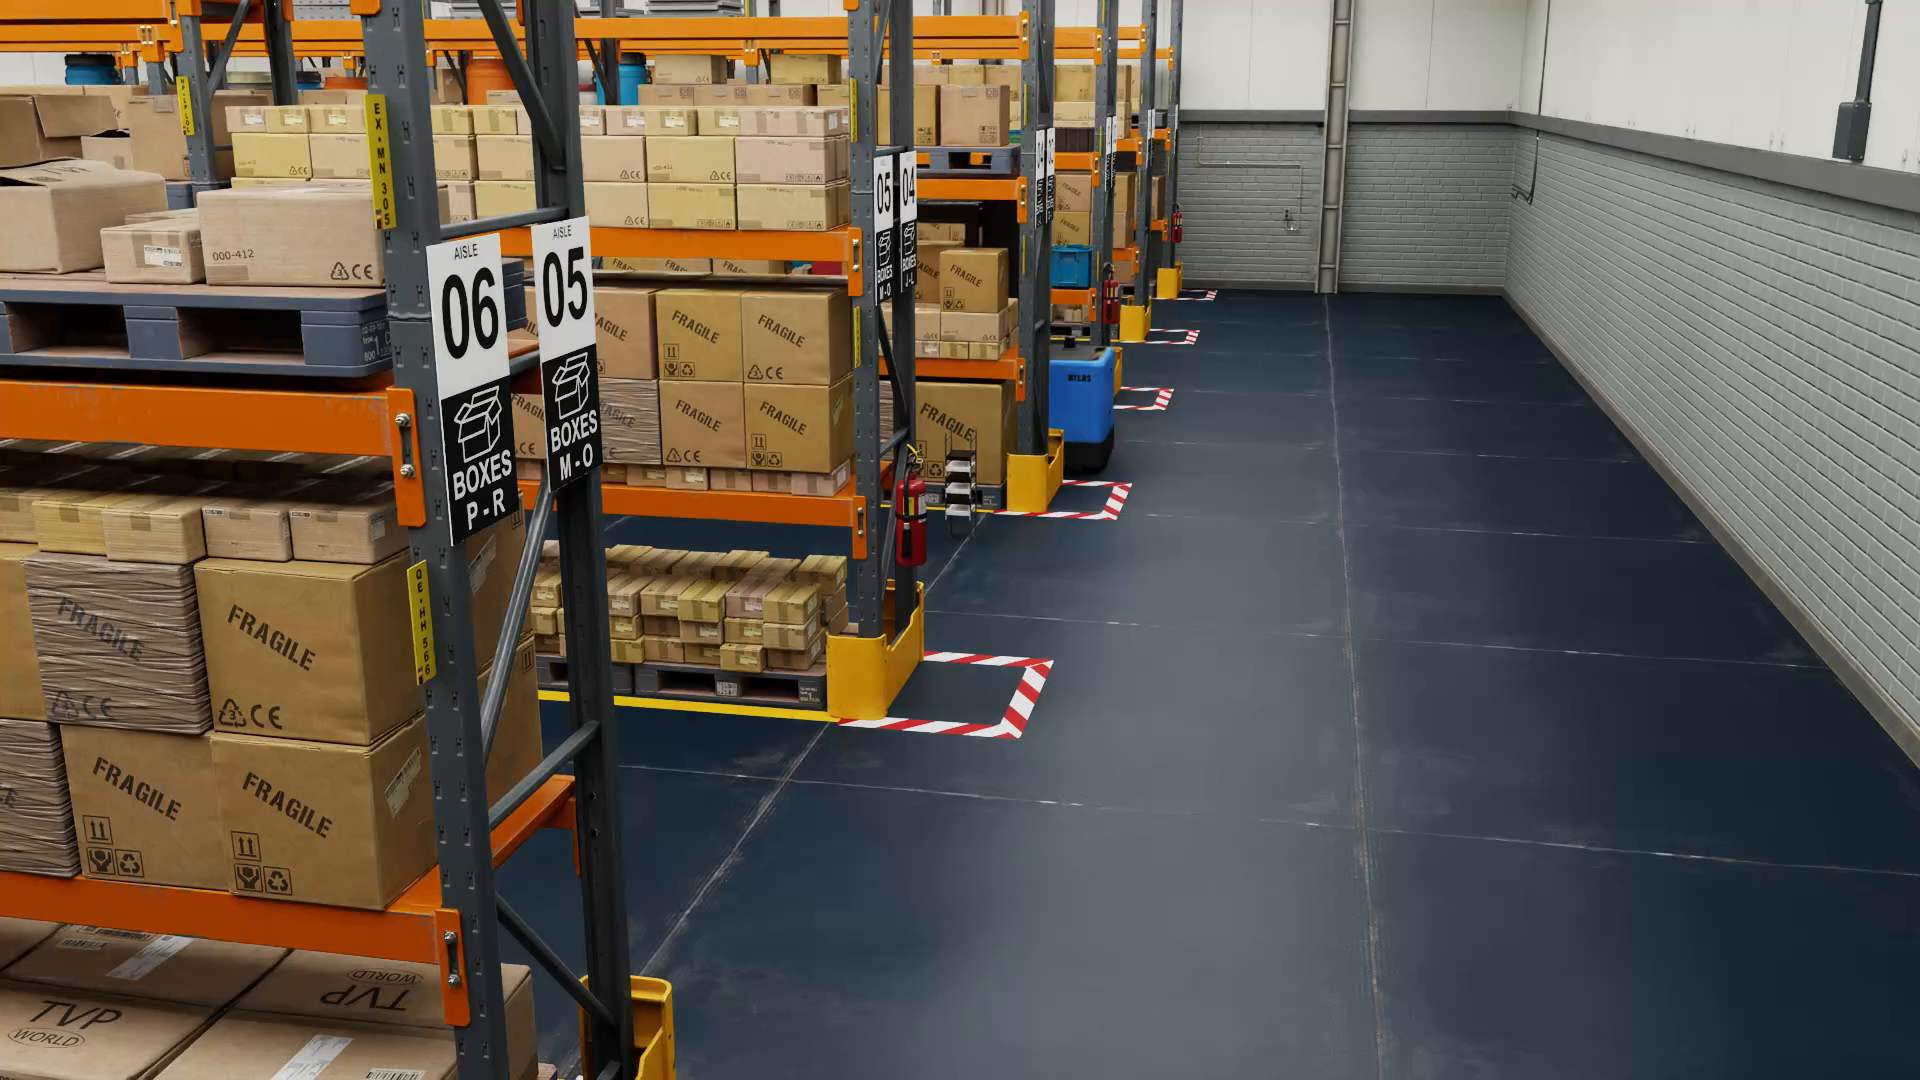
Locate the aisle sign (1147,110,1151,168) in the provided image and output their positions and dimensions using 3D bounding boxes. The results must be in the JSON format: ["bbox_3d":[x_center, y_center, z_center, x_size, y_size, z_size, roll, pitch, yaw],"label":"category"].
[{"bbox_3d":[2.639,-5.600,23.219,0.004,0.787,0.394,3,16,11],"label":"aisle sign"}]

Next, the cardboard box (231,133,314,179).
[{"bbox_3d":[-3.928,-2.286,9.851,0.500,0.250,0.500,4,16,13],"label":"cardboard box"}]

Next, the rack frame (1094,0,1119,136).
[{"bbox_3d":[1.642,-6.026,18.390,0.127,3.000,1.000,3,16,11],"label":"rack frame"}]

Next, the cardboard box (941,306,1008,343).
[{"bbox_3d":[0.128,-1.867,14.337,0.500,0.250,0.500,3,16,10],"label":"cardboard box"}]

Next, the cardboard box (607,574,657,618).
[{"bbox_3d":[-2.031,0.337,10.097,0.250,0.149,0.380,4,16,13],"label":"cardboard box"}]

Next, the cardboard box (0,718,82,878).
[{"bbox_3d":[-2.840,0.693,5.184,0.500,0.500,0.500,4,16,13],"label":"cardboard box"}]

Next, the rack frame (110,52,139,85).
[{"bbox_3d":[-13.046,-8.173,26.140,0.127,3.000,1.000,3,16,11],"label":"rack frame"}]

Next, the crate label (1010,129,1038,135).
[{"bbox_3d":[0.803,-4.643,19.293,0.502,0.251,0.408,3,16,11],"label":"crate label"}]

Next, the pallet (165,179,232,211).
[{"bbox_3d":[-4.935,-2.176,10.461,1.003,0.211,1.213,3,16,11],"label":"pallet"}]

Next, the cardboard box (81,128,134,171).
[{"bbox_3d":[-5.172,-2.467,10.540,0.500,0.311,0.500,3,16,10],"label":"cardboard box"}]

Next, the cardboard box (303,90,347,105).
[{"bbox_3d":[-5.709,-3.925,15.449,0.500,0.500,0.500,4,16,14],"label":"cardboard box"}]

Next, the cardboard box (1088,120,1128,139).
[{"bbox_3d":[2.077,-5.762,23.338,0.500,0.250,0.500,3,16,11],"label":"cardboard box"}]

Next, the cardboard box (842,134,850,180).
[{"bbox_3d":[-0.820,-2.253,9.734,0.500,0.250,0.500,3,16,12],"label":"cardboard box"}]

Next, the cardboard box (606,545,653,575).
[{"bbox_3d":[-2.171,0.156,10.750,0.250,0.149,0.380,3,16,12],"label":"cardboard box"}]

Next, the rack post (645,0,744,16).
[{"bbox_3d":[-3.097,-6.256,19.360,0.954,0.300,0.937,3,16,10],"label":"rack post"}]

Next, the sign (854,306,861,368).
[{"bbox_3d":[-0.562,-1.114,9.132,0.005,0.325,0.100,3,16,11],"label":"sign"}]

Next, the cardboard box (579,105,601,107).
[{"bbox_3d":[-2.220,-2.521,9.952,0.250,0.149,0.380,4,16,13],"label":"cardboard box"}]

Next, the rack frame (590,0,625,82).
[{"bbox_3d":[-5.206,-7.747,24.604,0.127,3.000,1.000,3,16,11],"label":"rack frame"}]

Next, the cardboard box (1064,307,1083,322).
[{"bbox_3d":[1.672,-3.287,24.223,0.250,0.166,0.380,3,16,11],"label":"cardboard box"}]

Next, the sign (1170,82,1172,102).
[{"bbox_3d":[3.495,-7.420,27.529,0.005,0.325,0.100,3,16,11],"label":"sign"}]

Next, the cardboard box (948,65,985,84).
[{"bbox_3d":[0.150,-6.515,23.712,0.500,0.500,0.700,3,16,11],"label":"cardboard box"}]

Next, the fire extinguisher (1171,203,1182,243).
[{"bbox_3d":[3.673,-5.381,28.143,0.183,0.674,0.296,3,16,11],"label":"fire extinguisher"}]

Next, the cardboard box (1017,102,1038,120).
[{"bbox_3d":[1.100,-6.060,23.475,0.500,0.250,0.500,3,16,11],"label":"cardboard box"}]

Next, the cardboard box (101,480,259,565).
[{"bbox_3d":[-2.234,-0.055,4.798,0.250,0.149,0.380,3,16,11],"label":"cardboard box"}]

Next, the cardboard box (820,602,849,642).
[{"bbox_3d":[-0.882,0.512,10.577,0.250,0.149,0.380,3,16,12],"label":"cardboard box"}]

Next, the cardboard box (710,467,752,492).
[{"bbox_3d":[-1.293,-0.402,9.795,0.250,0.149,0.380,3,16,11],"label":"cardboard box"}]

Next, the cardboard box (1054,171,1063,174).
[{"bbox_3d":[1.248,-5.107,24.250,0.500,0.500,0.500,3,16,12],"label":"cardboard box"}]

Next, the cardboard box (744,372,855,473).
[{"bbox_3d":[-0.924,-0.696,9.639,0.500,0.500,0.500,3,16,12],"label":"cardboard box"}]

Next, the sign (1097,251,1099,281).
[{"bbox_3d":[1.549,-3.069,18.647,0.005,0.325,0.100,3,16,11],"label":"sign"}]

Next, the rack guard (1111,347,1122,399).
[{"bbox_3d":[1.669,-1.933,19.533,0.348,0.500,1.175,3,16,11],"label":"rack guard"}]

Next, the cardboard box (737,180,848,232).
[{"bbox_3d":[-0.930,-1.876,9.306,0.500,0.250,0.500,3,16,10],"label":"cardboard box"}]

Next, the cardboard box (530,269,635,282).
[{"bbox_3d":[-2.320,-1.399,10.306,0.500,0.500,0.500,3,16,9],"label":"cardboard box"}]

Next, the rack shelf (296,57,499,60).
[{"bbox_3d":[-10.103,-9.014,30.532,4.000,0.370,1.077,3,16,11],"label":"rack shelf"}]

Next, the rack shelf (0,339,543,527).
[{"bbox_3d":[-3.279,-0.452,5.235,4.000,0.370,1.077,3,16,11],"label":"rack shelf"}]

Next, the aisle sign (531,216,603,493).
[{"bbox_3d":[-1.191,-0.572,5.068,0.004,0.787,0.394,3,16,11],"label":"aisle sign"}]

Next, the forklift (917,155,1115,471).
[{"bbox_3d":[-0.040,-2.238,16.082,3.031,2.935,1.130,3,16,11],"label":"forklift"}]

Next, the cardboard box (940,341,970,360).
[{"bbox_3d":[-0.014,-1.665,14.353,0.250,0.149,0.380,3,16,12],"label":"cardboard box"}]

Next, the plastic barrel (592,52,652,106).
[{"bbox_3d":[-3.980,-5.288,19.619,0.708,0.901,0.600,3,16,11],"label":"plastic barrel"}]

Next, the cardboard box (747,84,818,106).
[{"bbox_3d":[-1.475,-3.676,14.363,0.500,0.500,0.700,4,16,14],"label":"cardboard box"}]

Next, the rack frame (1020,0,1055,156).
[{"bbox_3d":[0.655,-4.731,13.713,0.127,3.000,1.000,3,16,11],"label":"rack frame"}]

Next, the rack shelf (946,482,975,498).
[{"bbox_3d":[0.008,-0.401,13.379,0.200,0.077,0.258,3,16,11],"label":"rack shelf"}]

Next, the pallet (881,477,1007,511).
[{"bbox_3d":[-0.144,-0.518,14.966,1.213,0.211,1.003,3,16,11],"label":"pallet"}]

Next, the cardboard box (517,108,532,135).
[{"bbox_3d":[-2.320,-2.382,9.451,0.250,0.149,0.380,3,16,10],"label":"cardboard box"}]

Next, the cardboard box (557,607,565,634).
[{"bbox_3d":[-2.273,0.457,10.218,0.250,0.149,0.380,4,16,14],"label":"cardboard box"}]

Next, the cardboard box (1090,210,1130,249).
[{"bbox_3d":[2.140,-4.432,23.684,0.500,0.500,0.500,4,16,13],"label":"cardboard box"}]

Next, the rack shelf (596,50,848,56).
[{"bbox_3d":[-3.246,-7.102,24.369,4.000,0.370,1.077,3,16,11],"label":"rack shelf"}]

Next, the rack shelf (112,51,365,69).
[{"bbox_3d":[-11.086,-7.527,25.906,4.000,0.370,1.077,3,16,11],"label":"rack shelf"}]

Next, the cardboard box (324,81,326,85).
[{"bbox_3d":[-9.567,-6.929,26.030,0.500,0.500,0.500,4,16,16],"label":"cardboard box"}]

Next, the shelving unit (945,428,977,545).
[{"bbox_3d":[0.008,-0.433,13.370,0.210,0.900,0.258,3,16,11],"label":"shelving unit"}]

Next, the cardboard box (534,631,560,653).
[{"bbox_3d":[-2.507,0.567,10.379,0.250,0.149,0.380,4,16,13],"label":"cardboard box"}]

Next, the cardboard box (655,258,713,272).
[{"bbox_3d":[-2.365,-2.364,14.727,0.500,0.500,0.500,3,16,11],"label":"cardboard box"}]

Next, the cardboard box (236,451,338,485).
[{"bbox_3d":[-2.115,-0.220,5.393,0.250,0.149,0.380,4,16,13],"label":"cardboard box"}]

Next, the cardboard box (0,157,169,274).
[{"bbox_3d":[-2.776,-0.993,5.032,0.500,0.311,0.500,3,16,12],"label":"cardboard box"}]
